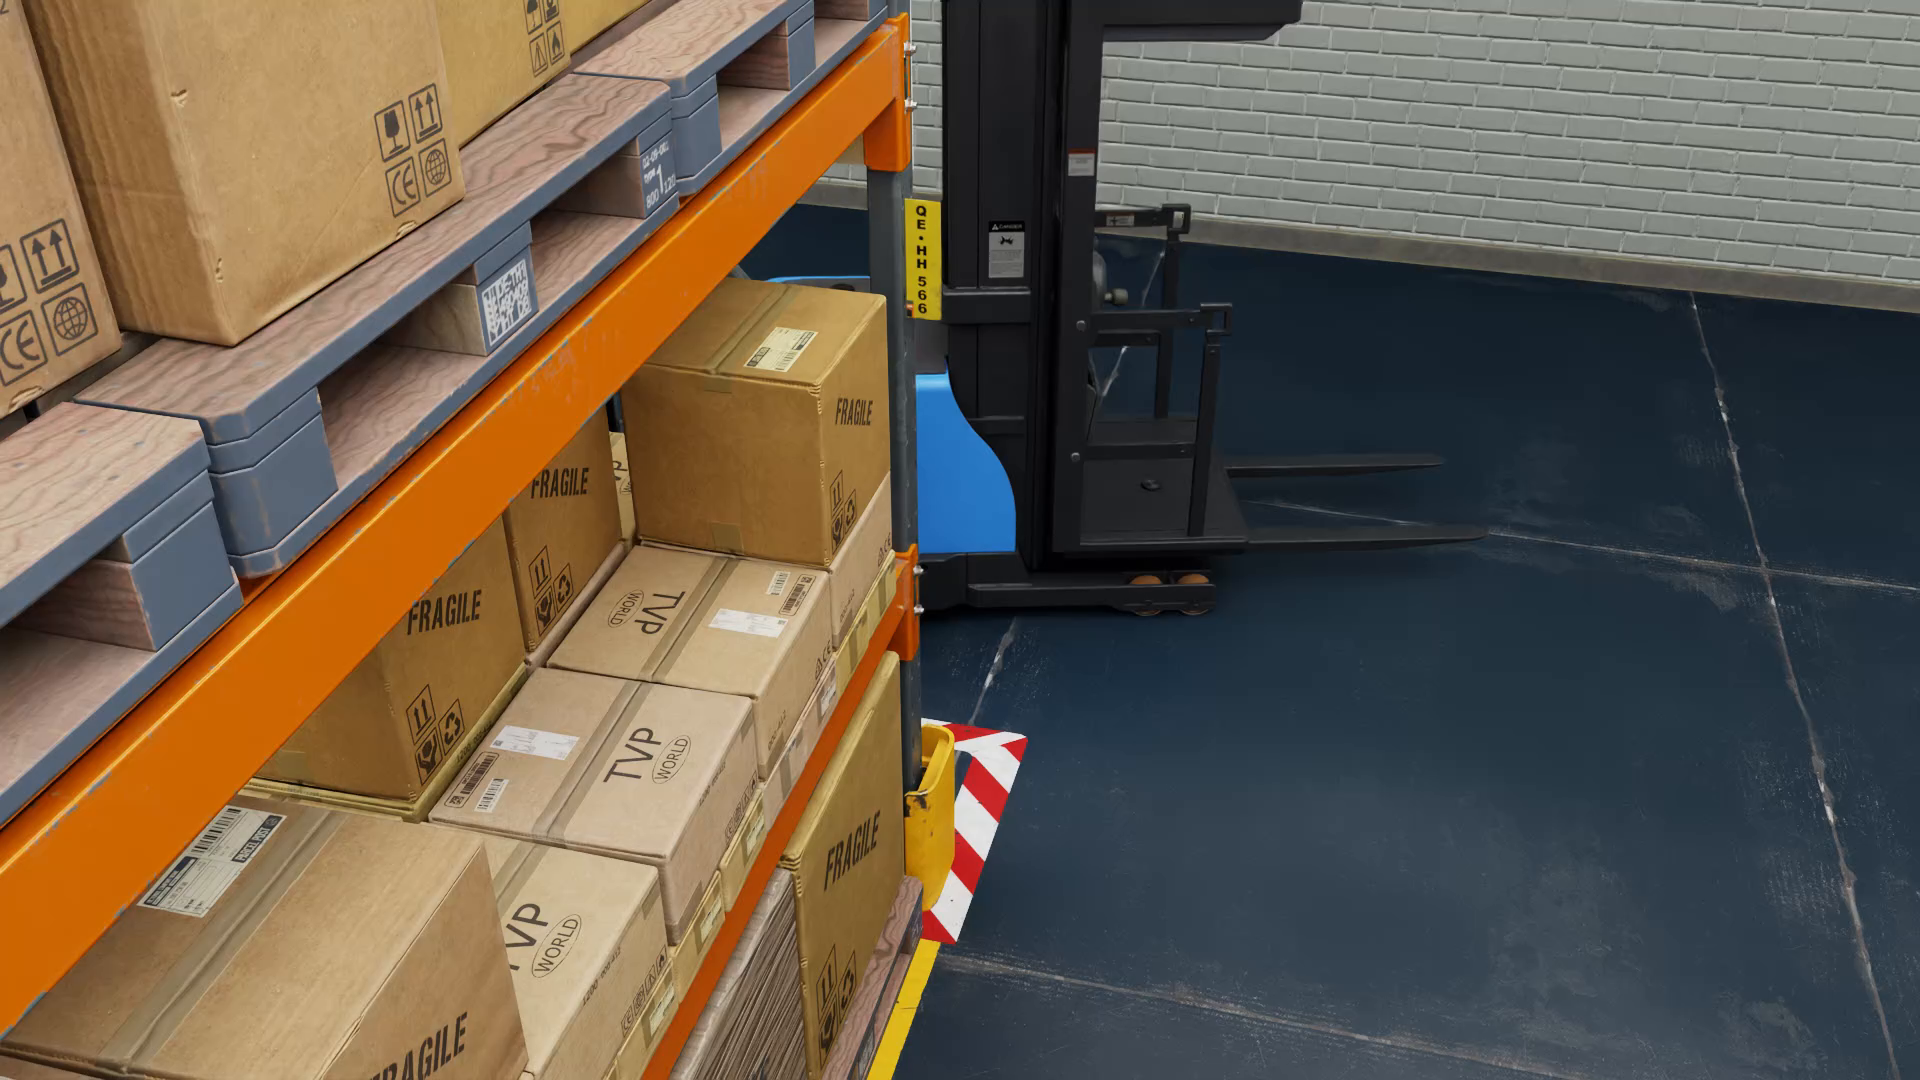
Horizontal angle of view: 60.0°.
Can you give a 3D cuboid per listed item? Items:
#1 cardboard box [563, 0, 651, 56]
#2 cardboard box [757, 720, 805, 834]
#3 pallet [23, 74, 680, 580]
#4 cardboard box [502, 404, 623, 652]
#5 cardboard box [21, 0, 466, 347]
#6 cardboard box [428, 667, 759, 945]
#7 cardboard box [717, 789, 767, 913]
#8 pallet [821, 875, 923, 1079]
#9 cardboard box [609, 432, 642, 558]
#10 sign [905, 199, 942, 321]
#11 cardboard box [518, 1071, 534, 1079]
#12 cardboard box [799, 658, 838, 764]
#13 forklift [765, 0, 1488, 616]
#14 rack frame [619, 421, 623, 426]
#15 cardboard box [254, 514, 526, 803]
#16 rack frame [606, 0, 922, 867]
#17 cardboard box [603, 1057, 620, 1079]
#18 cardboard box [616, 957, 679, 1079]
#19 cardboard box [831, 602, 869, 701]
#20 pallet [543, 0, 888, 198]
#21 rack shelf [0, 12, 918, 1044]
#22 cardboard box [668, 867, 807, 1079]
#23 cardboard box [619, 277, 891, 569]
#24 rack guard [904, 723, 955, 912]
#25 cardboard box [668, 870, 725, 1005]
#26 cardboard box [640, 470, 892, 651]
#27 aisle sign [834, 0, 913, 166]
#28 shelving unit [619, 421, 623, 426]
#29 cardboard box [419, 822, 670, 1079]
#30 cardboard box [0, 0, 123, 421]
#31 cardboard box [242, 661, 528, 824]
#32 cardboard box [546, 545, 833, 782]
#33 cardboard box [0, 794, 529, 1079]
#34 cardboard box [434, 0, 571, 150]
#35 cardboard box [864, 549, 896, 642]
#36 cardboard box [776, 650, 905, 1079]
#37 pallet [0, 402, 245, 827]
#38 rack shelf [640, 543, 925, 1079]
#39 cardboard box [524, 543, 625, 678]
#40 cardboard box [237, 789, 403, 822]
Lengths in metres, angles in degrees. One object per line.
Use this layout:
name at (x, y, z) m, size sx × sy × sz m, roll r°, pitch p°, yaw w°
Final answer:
cardboard box at (-0.958, -1.188, 2.948) m, size 0.700 × 0.500 × 0.500 m, roll 7°, pitch 33°, yaw 11°
cardboard box at (-0.584, 0.518, 3.873) m, size 0.380 × 0.149 × 0.250 m, roll 9°, pitch 33°, yaw 13°
pallet at (-1.104, -0.420, 2.401) m, size 1.003 × 0.211 × 1.213 m, roll 8°, pitch 33°, yaw 12°
cardboard box at (-1.128, -0.120, 3.806) m, size 0.500 × 0.500 × 0.500 m, roll 7°, pitch 33°, yaw 11°
cardboard box at (-1.082, -0.609, 2.039) m, size 0.700 × 0.500 × 0.500 m, roll 9°, pitch 34°, yaw 14°
cardboard box at (-0.743, 0.540, 3.467) m, size 0.500 × 0.250 × 0.500 m, roll 7°, pitch 33°, yaw 11°
cardboard box at (-0.648, 0.653, 3.661) m, size 0.380 × 0.149 × 0.250 m, roll 7°, pitch 33°, yaw 11°
pallet at (-0.746, 1.390, 4.867) m, size 1.003 × 0.211 × 1.213 m, roll 8°, pitch 33°, yaw 12°
cardboard box at (-1.002, -0.063, 4.415) m, size 0.500 × 0.250 × 0.500 m, roll 7°, pitch 33°, yaw 11°
sign at (-0.097, -0.720, 4.287) m, size 0.100 × 0.325 × 0.005 m, roll 8°, pitch 33°, yaw 12°
cardboard box at (-1.004, 1.066, 2.640) m, size 0.500 × 0.250 × 0.500 m, roll 9°, pitch 33°, yaw 14°
cardboard box at (-0.520, 0.389, 4.077) m, size 0.380 × 0.149 × 0.250 m, roll 8°, pitch 33°, yaw 12°
forklift at (0.652, -1.212, 6.424) m, size 3.031 × 2.935 × 1.130 m, roll -1°, pitch 32°, yaw -2°
rack frame at (-1.331, -0.459, 6.572) m, size 0.500 × 1.500 × 0.032 m, roll -21°, pitch 38°, yaw -29°
cardboard box at (-1.254, 0.150, 3.382) m, size 0.500 × 0.500 × 0.500 m, roll 7°, pitch 33°, yaw 11°
rack frame at (-0.619, -0.213, 4.789) m, size 1.000 × 3.000 × 0.127 m, roll 8°, pitch 33°, yaw 12°
cardboard box at (-0.843, 1.052, 3.034) m, size 0.380 × 0.149 × 0.250 m, roll 7°, pitch 33°, yaw 11°
cardboard box at (-0.779, 0.916, 3.247) m, size 0.380 × 0.149 × 0.250 m, roll 9°, pitch 33°, yaw 13°
cardboard box at (-0.455, 0.258, 4.282) m, size 0.380 × 0.149 × 0.250 m, roll 8°, pitch 33°, yaw 13°
pallet at (-0.797, -1.055, 3.400) m, size 1.003 × 0.211 × 1.213 m, roll 8°, pitch 33°, yaw 12°
rack shelf at (-1.126, -0.137, 2.544) m, size 1.077 × 0.370 × 4.000 m, roll 8°, pitch 33°, yaw 12°
cardboard box at (-0.935, 1.322, 3.964) m, size 0.875 × 0.875 × 0.875 m, roll 8°, pitch 33°, yaw 12°
cardboard box at (-0.488, -0.303, 4.094) m, size 0.500 × 0.500 × 0.500 m, roll 8°, pitch 33°, yaw 13°
rack guard at (-0.613, 0.830, 5.479) m, size 1.175 × 0.500 × 0.348 m, roll 8°, pitch 33°, yaw 12°
cardboard box at (-0.714, 0.788, 3.449) m, size 0.380 × 0.149 × 0.250 m, roll 8°, pitch 33°, yaw 13°
cardboard box at (-0.485, 0.013, 4.297) m, size 0.500 × 0.250 × 0.500 m, roll 7°, pitch 33°, yaw 12°
aisle sign at (-0.310, -1.306, 4.086) m, size 0.394 × 0.787 × 0.004 m, roll 8°, pitch 33°, yaw 12°
shelving unit at (-1.046, -0.239, 6.226) m, size 0.587 × 1.500 × 1.083 m, roll -21°, pitch 38°, yaw -29°
cardboard box at (-0.871, 0.811, 3.041) m, size 0.500 × 0.250 × 0.500 m, roll 8°, pitch 33°, yaw 12°
cardboard box at (-1.352, -0.357, 1.642) m, size 0.700 × 0.500 × 0.500 m, roll 10°, pitch 34°, yaw 15°
cardboard box at (-1.258, 0.468, 3.580) m, size 0.500 × 0.250 × 0.500 m, roll 7°, pitch 33°, yaw 11°
cardboard box at (-0.614, 0.276, 3.883) m, size 0.500 × 0.250 × 0.500 m, roll 7°, pitch 33°, yaw 12°
cardboard box at (-1.005, 0.745, 2.445) m, size 0.500 × 0.500 × 0.500 m, roll 7°, pitch 33°, yaw 11°
cardboard box at (-1.042, -0.913, 2.516) m, size 0.700 × 0.500 × 0.500 m, roll 6°, pitch 33°, yaw 9°
cardboard box at (-0.390, 0.123, 4.495) m, size 0.380 × 0.149 × 0.250 m, roll 9°, pitch 33°, yaw 13°
cardboard box at (-0.704, 0.850, 4.707) m, size 0.875 × 0.875 × 0.875 m, roll 8°, pitch 33°, yaw 12°
pallet at (-1.416, 0.211, 1.408) m, size 1.003 × 0.211 × 1.213 m, roll 8°, pitch 33°, yaw 12°
rack shelf at (-1.126, 1.129, 3.349) m, size 1.077 × 0.370 × 4.000 m, roll 8°, pitch 33°, yaw 12°
cardboard box at (-1.127, 0.208, 3.989) m, size 0.500 × 0.250 × 0.500 m, roll 8°, pitch 33°, yaw 12°
cardboard box at (-1.385, 0.740, 3.153) m, size 0.500 × 0.250 × 0.500 m, roll 7°, pitch 33°, yaw 11°
